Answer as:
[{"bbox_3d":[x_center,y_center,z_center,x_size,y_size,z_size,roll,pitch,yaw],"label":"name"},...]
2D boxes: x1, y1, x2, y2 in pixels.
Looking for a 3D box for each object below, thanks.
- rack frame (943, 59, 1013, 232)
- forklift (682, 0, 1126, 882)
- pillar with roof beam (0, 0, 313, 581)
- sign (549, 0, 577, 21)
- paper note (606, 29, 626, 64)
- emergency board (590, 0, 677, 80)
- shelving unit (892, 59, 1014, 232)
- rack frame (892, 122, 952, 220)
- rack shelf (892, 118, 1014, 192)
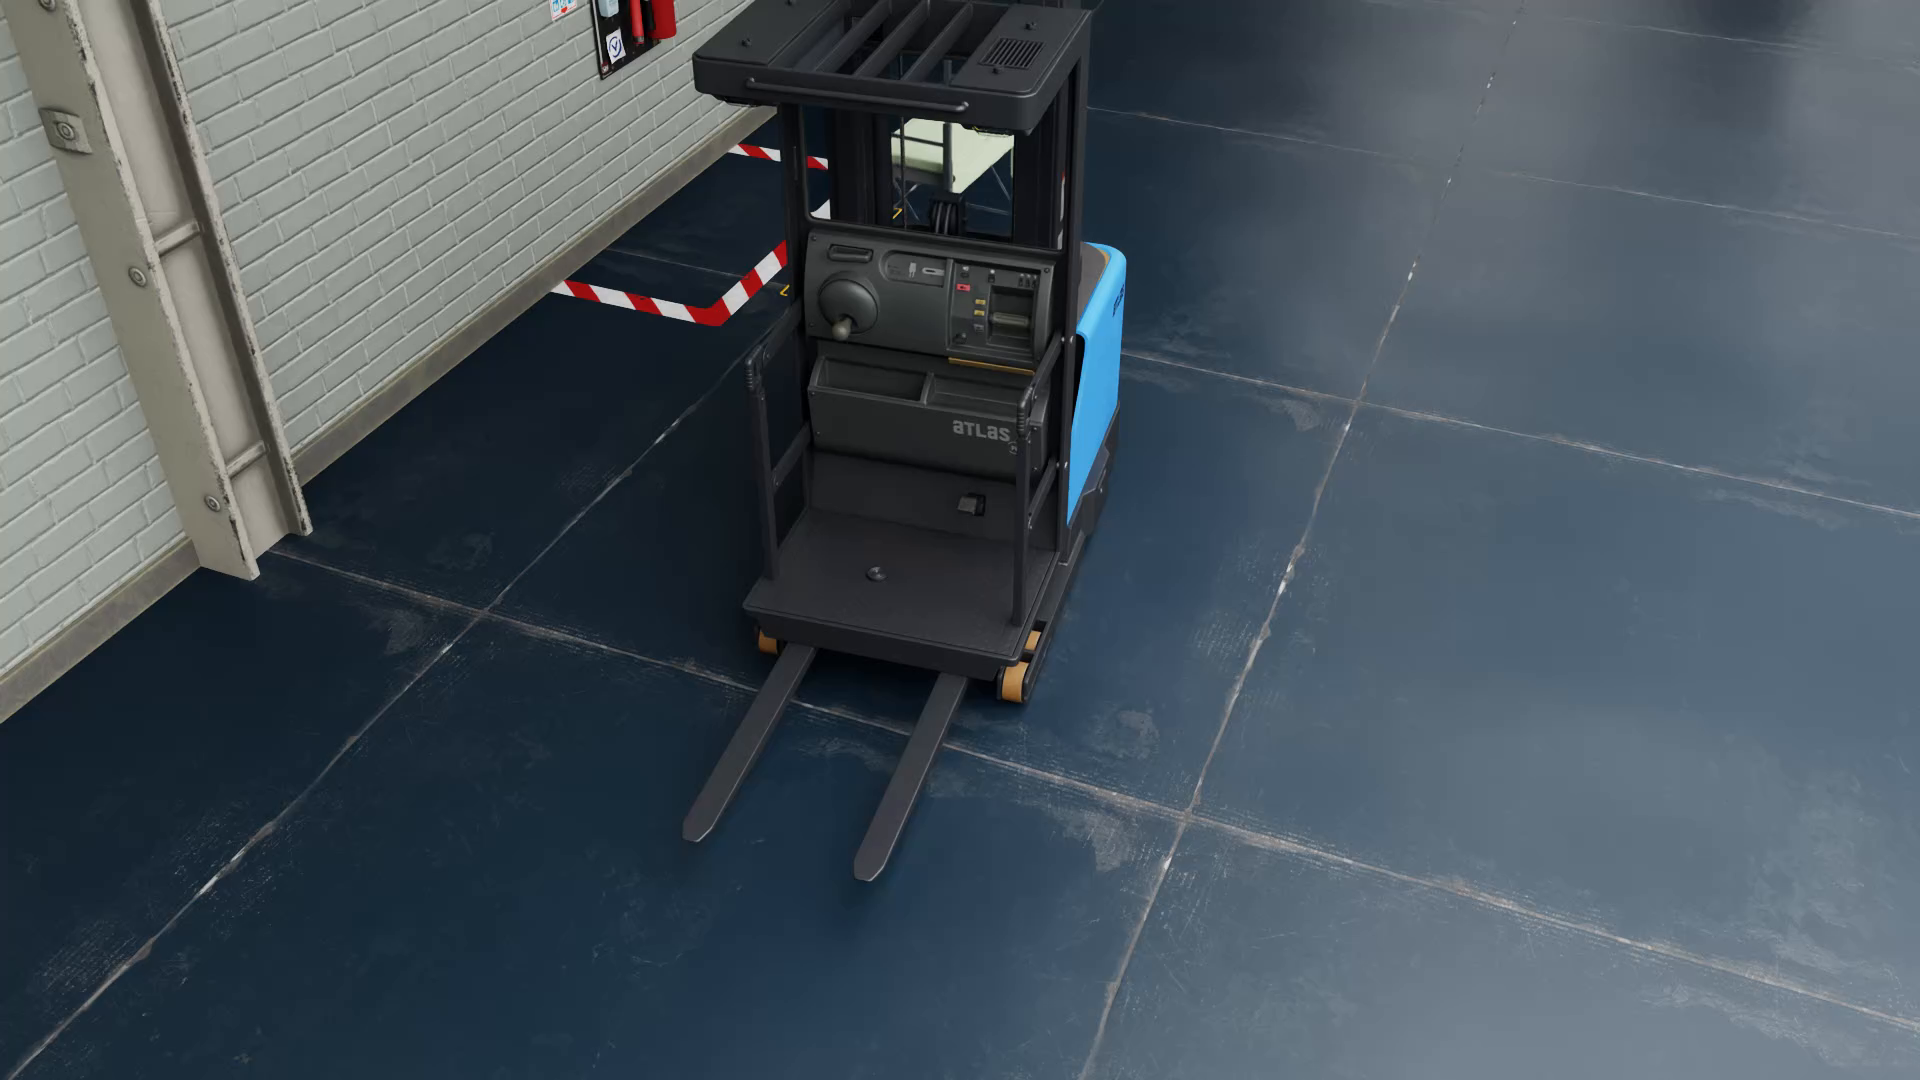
[{"bbox_3d":[0.103,-1.633,8.182,0.400,1.500,0.023,16,40,21],"label":"rack frame"},{"bbox_3d":[-0.179,-0.812,5.889,1.130,2.935,3.031,10,38,13],"label":"forklift"},{"bbox_3d":[0.924,-2.596,3.207,9.100,9.000,0.400,14,39,18],"label":"pillar with roof beam"},{"bbox_3d":[-2.056,-2.868,8.552,0.001,0.329,0.234,14,39,18],"label":"sign"},{"bbox_3d":[-1.881,-2.701,9.094,0.016,0.148,0.142,14,39,18],"label":"paper note"},{"bbox_3d":[-1.750,-3.136,8.940,0.194,1.169,0.643,14,39,18],"label":"emergency board"},{"bbox_3d":[-0.057,-1.436,7.918,0.431,1.500,0.755,16,40,21],"label":"shelving unit"},{"bbox_3d":[-0.217,-1.239,7.655,0.400,1.500,0.023,16,40,21],"label":"rack frame"},{"bbox_3d":[-0.057,-1.749,7.685,0.431,0.370,0.720,16,40,21],"label":"rack shelf"}]
